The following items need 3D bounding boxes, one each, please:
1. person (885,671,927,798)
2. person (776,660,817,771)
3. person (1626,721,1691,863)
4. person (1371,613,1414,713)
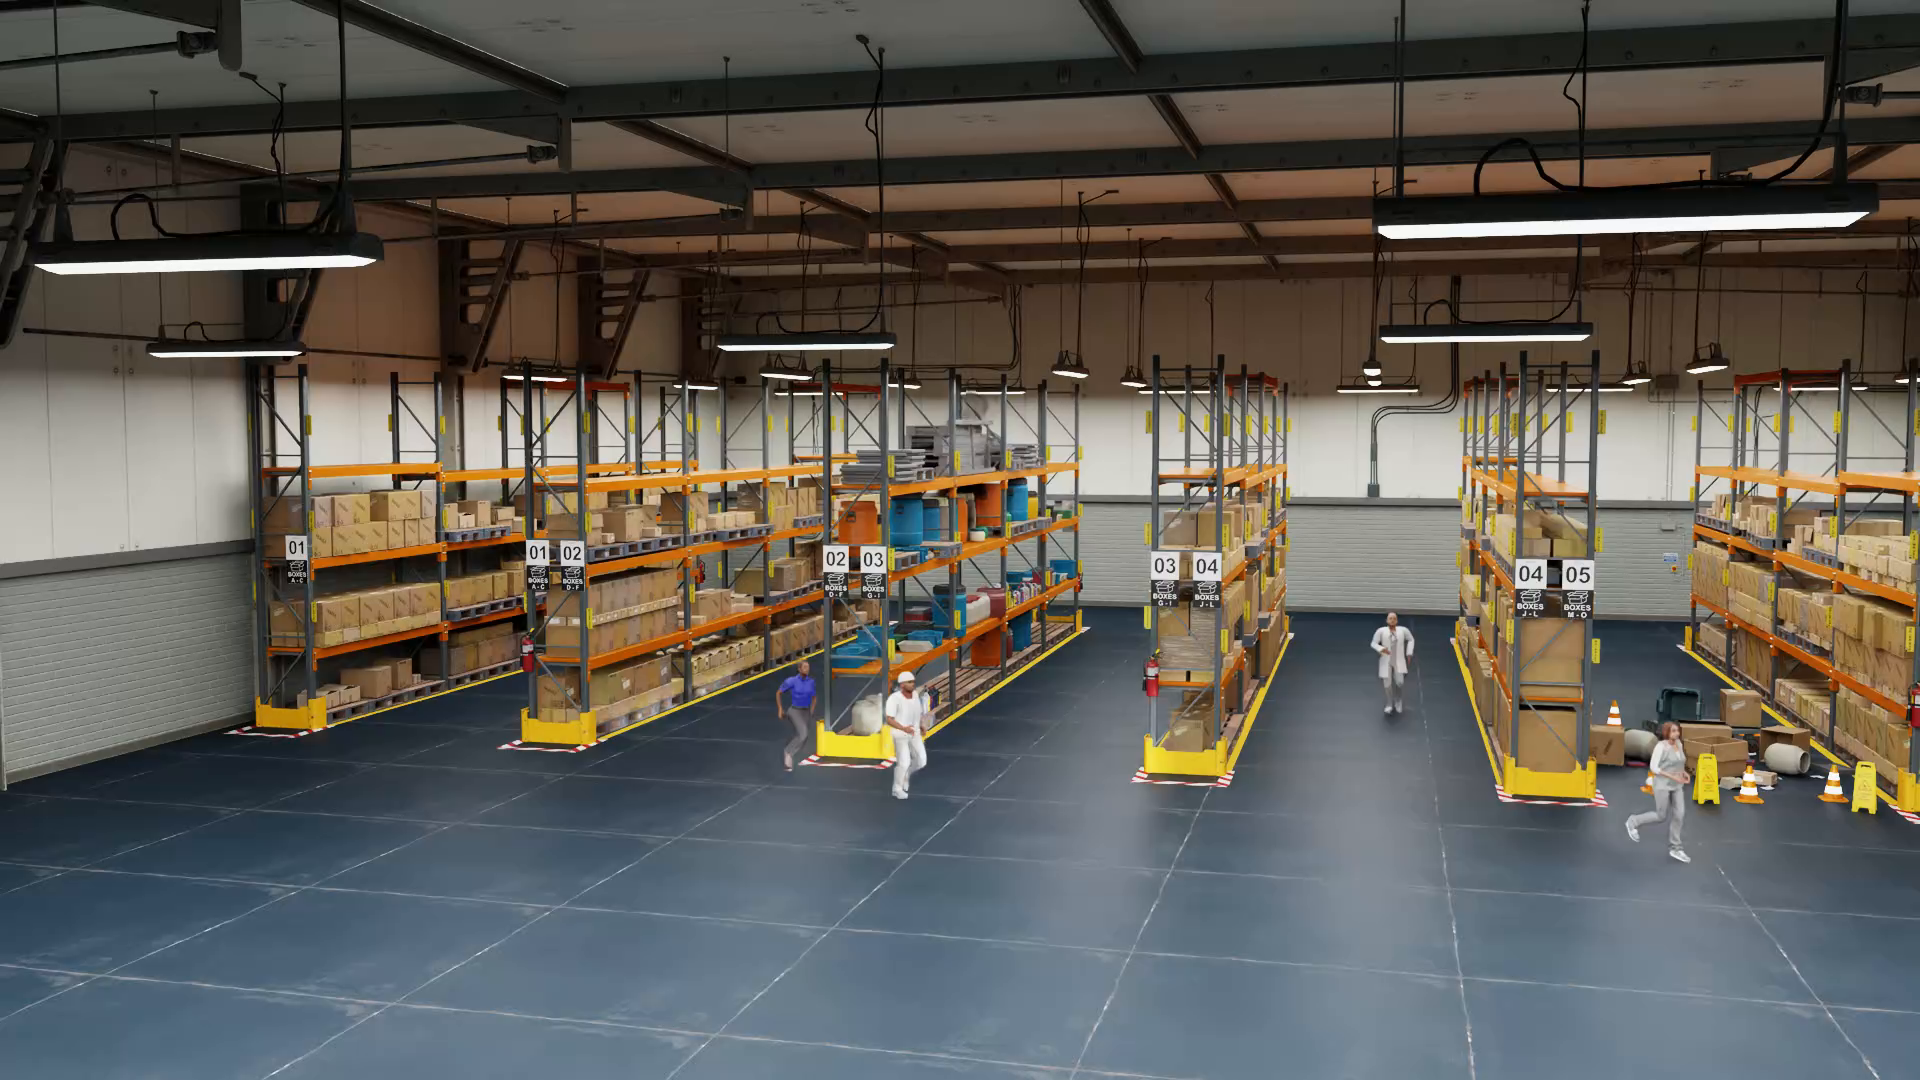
[{"bbox_3d":[-0.682,2.606,22.249,0.688,1.713,0.630,-4,5,-43],"label":"person"},{"bbox_3d":[-2.287,2.542,24.063,0.593,1.585,0.567,-3,5,-41],"label":"person"},{"bbox_3d":[8.192,2.893,19.360,0.548,1.583,0.806,-2,4,-27],"label":"person"},{"bbox_3d":[7.465,2.138,28.708,0.735,1.760,0.691,1,4,12],"label":"person"}]
